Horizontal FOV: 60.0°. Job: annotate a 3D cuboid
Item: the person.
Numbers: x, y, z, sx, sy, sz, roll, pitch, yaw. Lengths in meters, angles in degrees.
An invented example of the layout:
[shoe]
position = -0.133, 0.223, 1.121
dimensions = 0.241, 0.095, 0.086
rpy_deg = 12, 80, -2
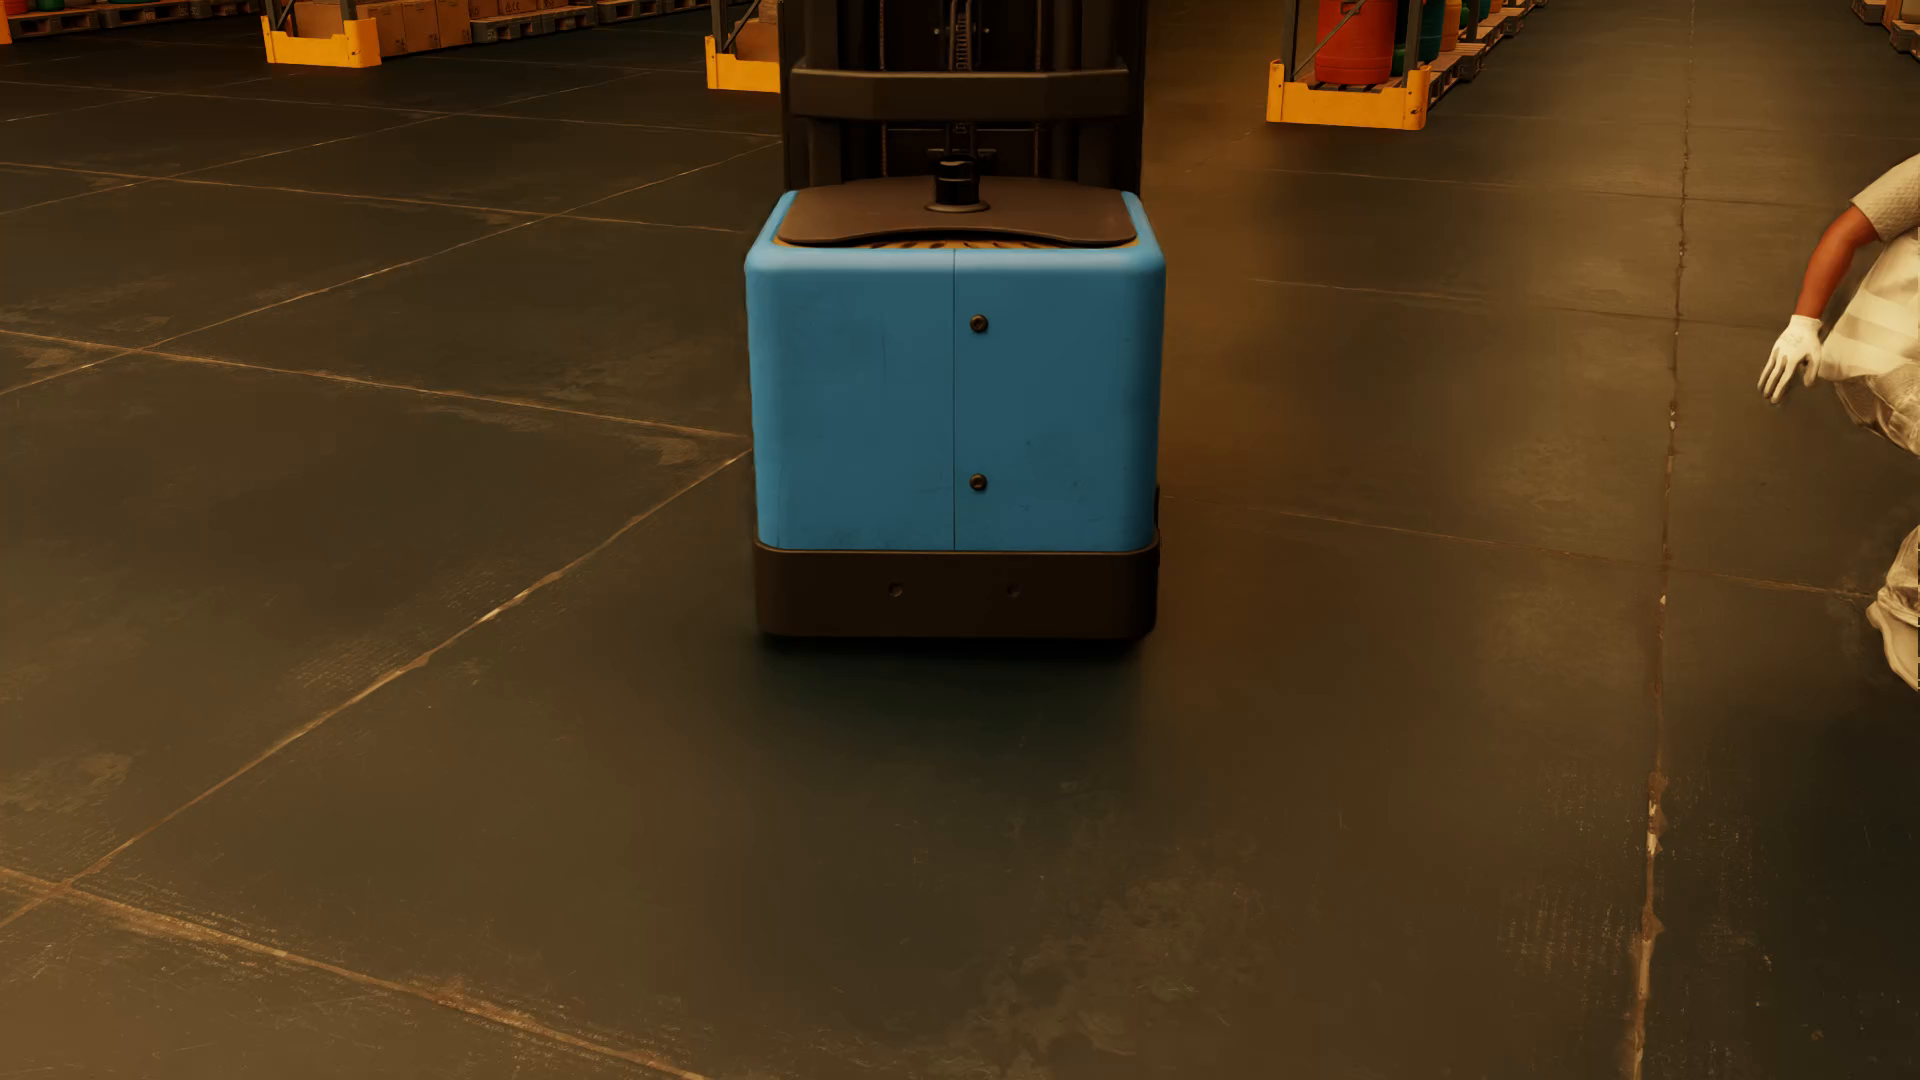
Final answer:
[person]
position = 2.499, -0.378, 4.063
dimensions = 0.822, 1.540, 0.719
rpy_deg = -8, 24, -19

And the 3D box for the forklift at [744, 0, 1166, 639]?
[forklift]
position = 0.010, -1.616, 5.158
dimensions = 1.130, 2.935, 3.031
rpy_deg = 0, 23, 1
